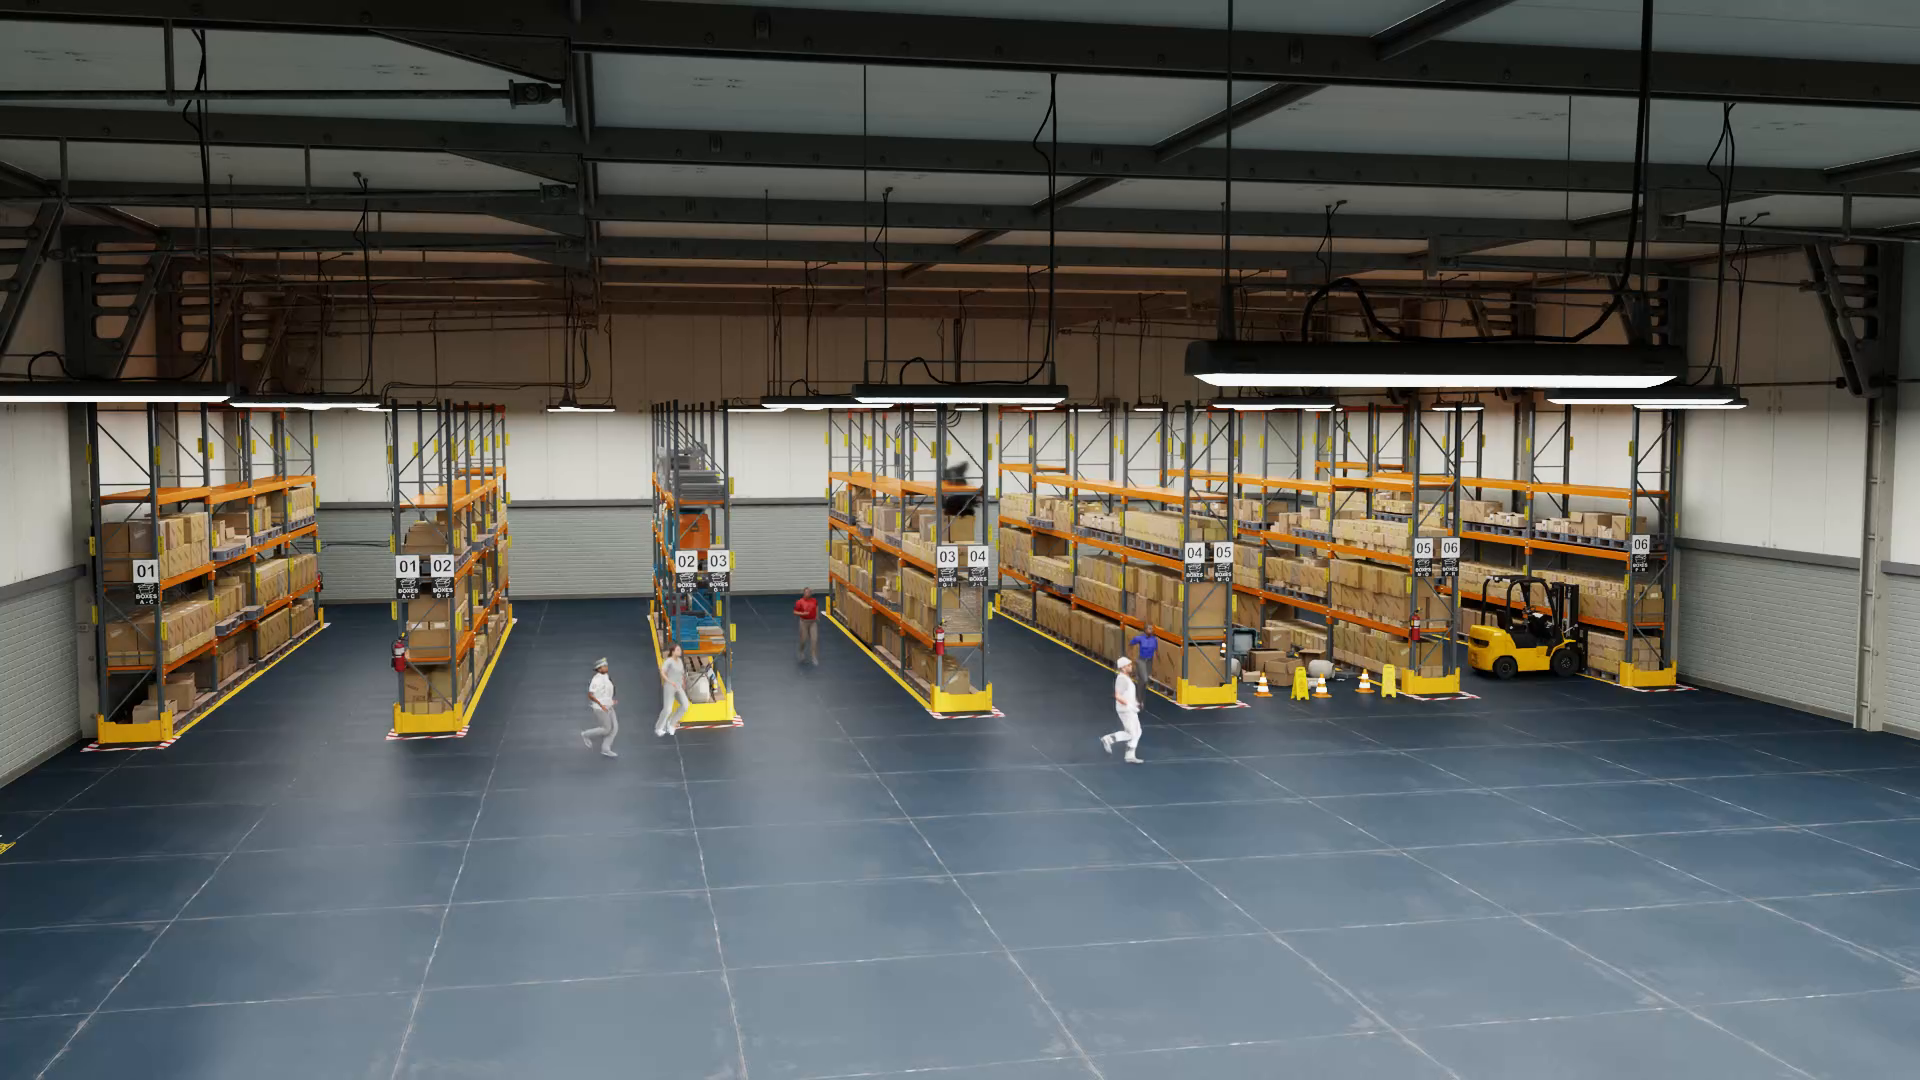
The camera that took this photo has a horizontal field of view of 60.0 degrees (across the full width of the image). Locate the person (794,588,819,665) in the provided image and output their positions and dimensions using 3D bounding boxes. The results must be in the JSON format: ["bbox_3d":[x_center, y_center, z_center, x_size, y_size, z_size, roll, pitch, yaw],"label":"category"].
[{"bbox_3d":[-3.500,1.963,38.229,0.659,1.740,0.924,-2,5,-23],"label":"person"}]

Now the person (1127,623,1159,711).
[{"bbox_3d":[3.605,2.468,32.575,0.595,1.694,0.754,-2,5,-29],"label":"person"}]

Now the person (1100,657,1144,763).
[{"bbox_3d":[2.674,2.795,27.339,0.704,1.749,0.638,1,4,12],"label":"person"}]

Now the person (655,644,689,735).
[{"bbox_3d":[-5.100,2.661,29.767,0.613,1.618,0.624,3,5,38],"label":"person"}]

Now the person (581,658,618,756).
[{"bbox_3d":[-6.047,2.805,27.955,0.593,1.660,0.583,1,4,12],"label":"person"}]
